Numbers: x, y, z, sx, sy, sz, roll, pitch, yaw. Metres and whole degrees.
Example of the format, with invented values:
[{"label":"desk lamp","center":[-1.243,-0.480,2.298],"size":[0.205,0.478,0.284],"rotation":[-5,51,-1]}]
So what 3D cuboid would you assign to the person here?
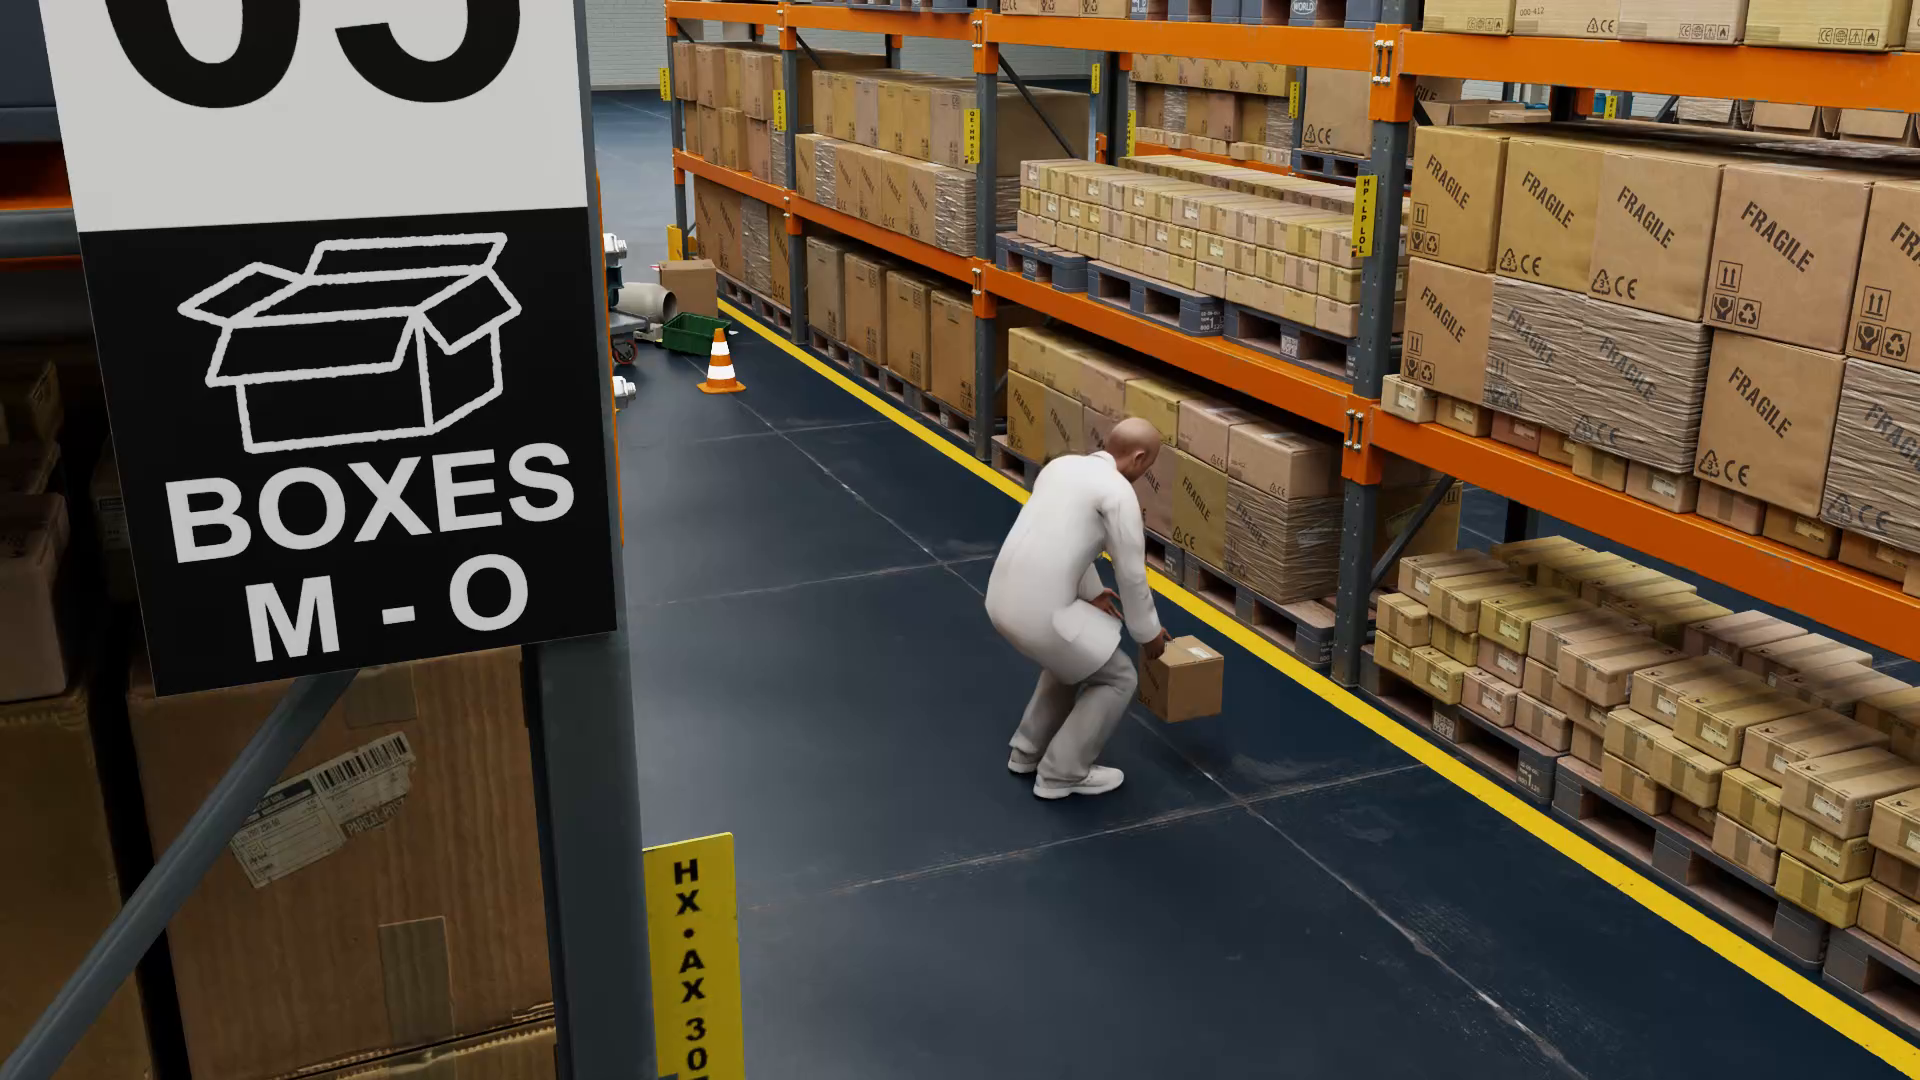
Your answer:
[{"label":"person","center":[0.434,0.246,6.413],"size":[0.718,1.425,0.633],"rotation":[-8,20,-22]}]
